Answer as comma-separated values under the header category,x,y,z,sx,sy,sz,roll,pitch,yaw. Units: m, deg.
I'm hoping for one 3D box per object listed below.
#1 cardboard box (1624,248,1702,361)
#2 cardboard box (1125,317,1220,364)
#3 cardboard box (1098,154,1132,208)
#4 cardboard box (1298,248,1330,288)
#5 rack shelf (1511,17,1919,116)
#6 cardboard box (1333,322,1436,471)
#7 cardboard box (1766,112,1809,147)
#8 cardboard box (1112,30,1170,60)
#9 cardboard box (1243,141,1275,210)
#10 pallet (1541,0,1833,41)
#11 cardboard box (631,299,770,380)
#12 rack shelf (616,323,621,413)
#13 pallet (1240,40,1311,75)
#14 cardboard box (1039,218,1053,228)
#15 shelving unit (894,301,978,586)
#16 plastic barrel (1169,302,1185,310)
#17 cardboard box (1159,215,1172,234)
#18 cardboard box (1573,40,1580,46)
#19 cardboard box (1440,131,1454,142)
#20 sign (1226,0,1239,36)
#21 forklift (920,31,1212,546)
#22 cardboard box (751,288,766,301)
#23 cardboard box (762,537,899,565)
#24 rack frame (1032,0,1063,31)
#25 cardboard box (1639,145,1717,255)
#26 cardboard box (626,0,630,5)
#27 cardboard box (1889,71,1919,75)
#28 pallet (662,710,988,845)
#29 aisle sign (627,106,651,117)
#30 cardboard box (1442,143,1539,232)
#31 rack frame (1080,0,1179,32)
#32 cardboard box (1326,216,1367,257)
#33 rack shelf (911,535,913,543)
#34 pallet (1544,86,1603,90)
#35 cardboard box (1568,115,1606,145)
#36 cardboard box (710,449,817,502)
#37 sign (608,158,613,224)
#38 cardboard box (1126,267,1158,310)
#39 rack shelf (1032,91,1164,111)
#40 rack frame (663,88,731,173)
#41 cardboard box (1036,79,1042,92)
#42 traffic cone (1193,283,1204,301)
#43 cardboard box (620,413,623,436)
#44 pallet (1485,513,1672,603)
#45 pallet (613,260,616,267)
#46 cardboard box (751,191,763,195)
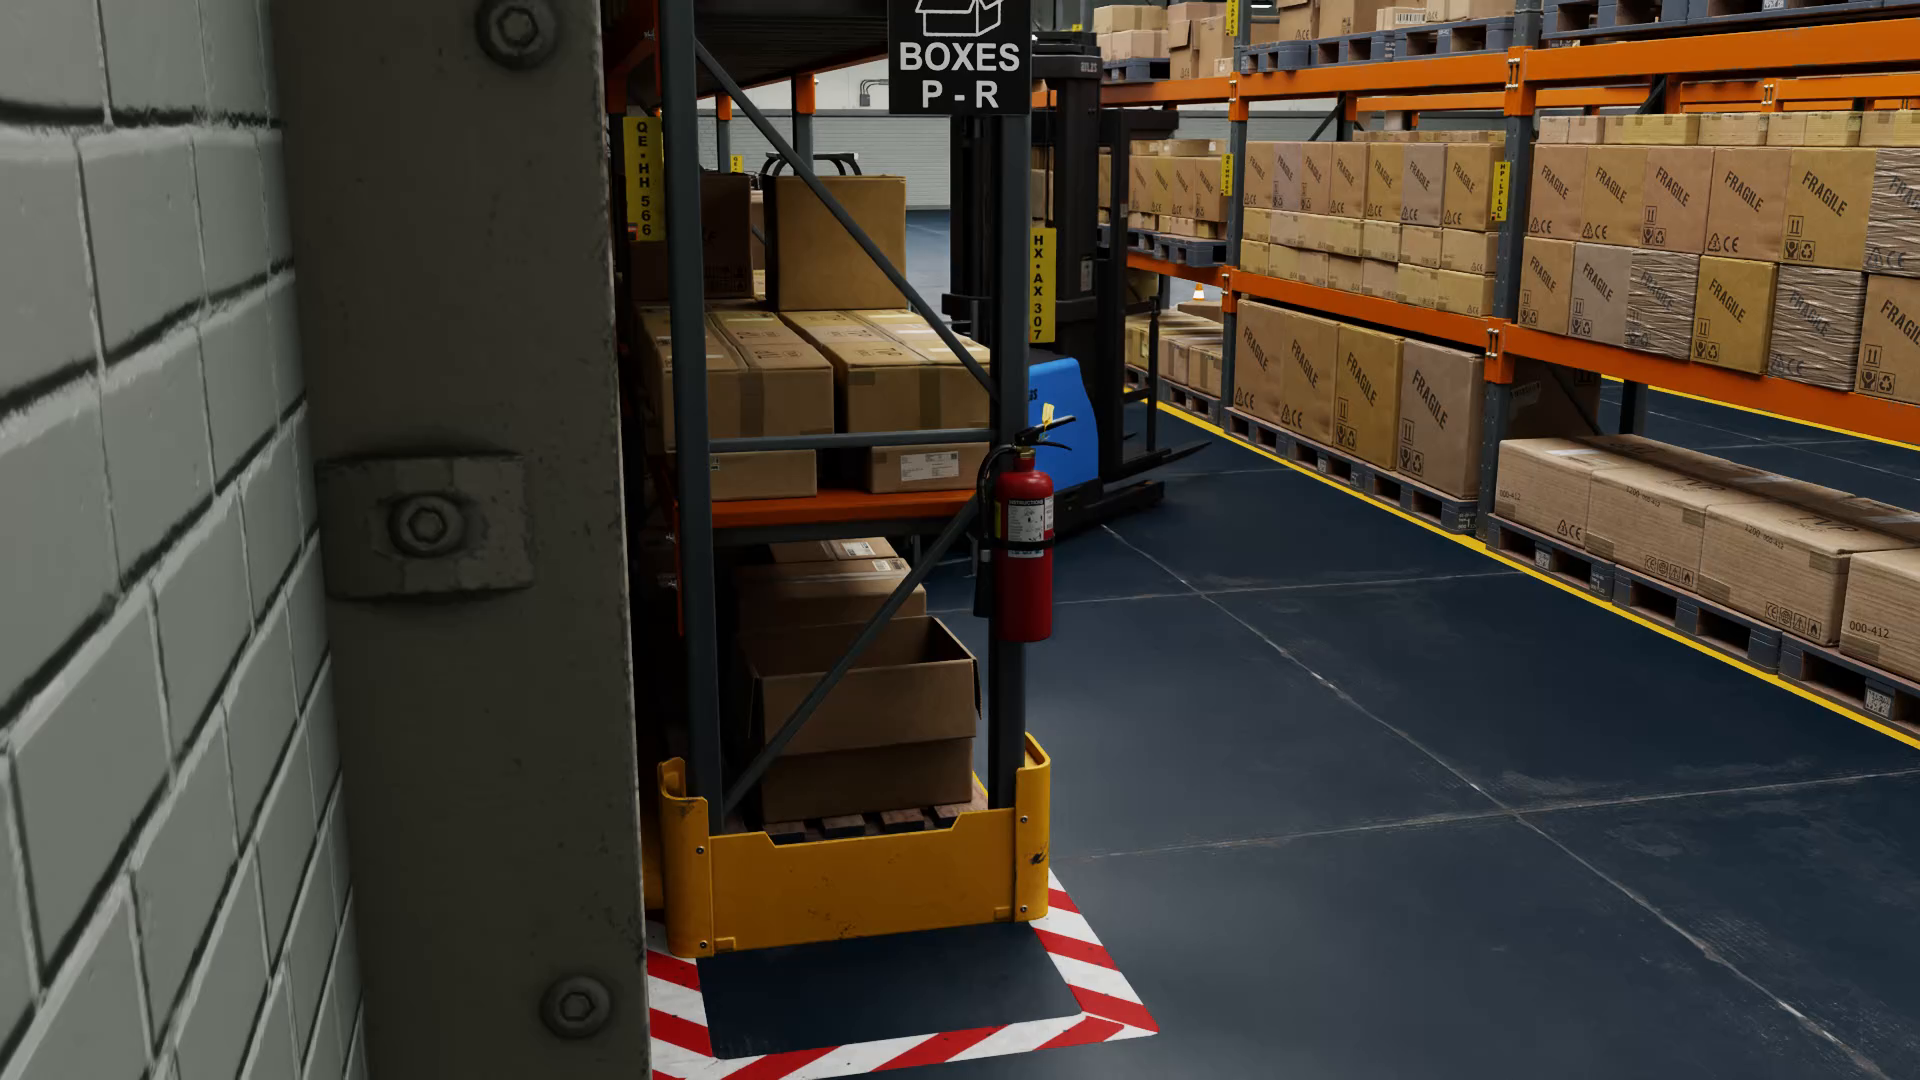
category,x,y,z,sx,sy,sz,roll,pitch,yaw
cardboard box,3.663,-1.172,8.195,0.500,0.500,0.500,-3,14,-13
cardboard box,2.001,-1.965,16.300,0.950,0.372,0.625,-2,14,-10
cardboard box,1.653,-3.481,16.133,0.500,0.500,0.500,-3,14,-13
cardboard box,2.769,-1.962,11.954,0.500,0.250,0.500,-3,14,-11
rack shelf,4.052,-2.124,7.497,1.077,0.370,4.000,-3,14,-13
cardboard box,3.139,-0.996,11.277,0.875,0.875,0.875,-3,14,-12
cardboard box,3.847,-1.829,7.410,0.380,0.149,0.250,-3,14,-11
cardboard box,1.711,-4.523,15.230,0.500,0.250,0.500,-3,14,-14
cardboard box,2.521,-2.808,12.782,0.500,0.500,0.500,-4,14,-15
pallet,3.764,-2.703,8.536,1.003,0.211,1.213,-3,14,-13
cardboard box,-1.022,-0.795,6.549,0.500,0.250,0.500,-3,14,-13
rack shelf,-1.711,-1.312,10.494,1.077,0.370,4.000,-3,14,-13
pallet,2.846,-3.621,12.504,1.213,0.211,1.003,-3,14,-11
cardboard box,1.090,-3.493,18.433,0.380,0.149,0.250,-3,14,-14
shelving unit,-0.276,-0.578,9.133,0.431,1.500,0.755,-9,16,-31
plastic barrel,2.721,-2.603,19.688,0.512,0.421,0.421,7,15,26
cardboard box,1.972,-2.780,14.630,0.380,0.149,0.250,-3,14,-12
cardboard box,6.649,-5.533,18.526,0.500,0.250,0.500,-3,14,-13
cardboard box,6.203,-4.560,19.680,0.875,0.550,0.550,-3,14,-13
sign,2.115,-4.079,12.894,0.100,0.325,0.005,-3,14,-13
forklift,0.677,-1.661,10.551,1.130,2.935,3.031,9,16,33
cardboard box,-0.648,-0.938,7.134,0.500,0.250,0.500,-3,14,-14
cardboard box,-0.544,0.259,6.928,0.500,0.500,0.500,-3,14,-12
rack frame,0.764,-7.161,20.276,1.000,3.000,0.127,-3,14,-13
cardboard box,3.681,-1.653,8.056,0.500,0.500,0.500,-3,14,-12
cardboard box,-0.984,-1.970,5.880,0.380,0.149,0.250,-3,14,-14
cardboard box,7.553,-3.829,12.749,0.500,0.500,0.500,-3,14,-13
pallet,-0.508,0.876,5.899,1.003,0.211,1.213,-3,14,-13
aisle sign,-3.790,-5.263,19.672,0.394,0.787,0.004,-3,14,-13
cardboard box,3.233,-2.101,9.891,0.500,0.500,0.500,-3,14,-11
rack frame,1.704,-6.238,16.499,1.000,3.000,0.127,-3,14,-13
cardboard box,2.854,-2.087,11.414,0.500,0.250,0.500,-3,14,-12
rack shelf,-0.276,-0.261,9.210,0.431,0.370,0.720,-9,16,-31
pallet,6.755,-4.778,17.248,0.805,0.209,1.217,-4,14,-15
cardboard box,3.480,-2.182,8.853,0.380,0.149,0.250,-3,14,-12
cardboard box,-0.641,-0.217,5.025,0.380,0.149,0.250,-3,14,-14
sign,-1.780,-1.731,8.253,0.100,0.325,0.005,-3,14,-13
cardboard box,1.827,-2.707,18.017,0.500,0.500,0.500,-3,14,-11
rack shelf,1.234,-4.893,18.829,1.077,0.370,4.000,-3,14,-13
rack frame,-2.181,-2.123,12.298,1.000,3.000,0.127,-3,14,-13
cardboard box,1.063,-5.076,18.594,0.380,0.149,0.250,-3,14,-14
traffic cone,3.118,-3.127,21.751,0.336,0.463,0.334,-3,14,-13
cardboard box,-1.740,-0.690,9.447,0.380,0.149,0.250,-3,14,-13
pallet,3.685,0.056,9.252,1.003,0.211,1.213,-3,14,-13
pallet,-1.954,-1.878,11.696,1.213,0.211,1.003,-3,14,-13
cardboard box,-1.444,-1.878,10.197,0.700,0.500,0.500,-3,14,-13
